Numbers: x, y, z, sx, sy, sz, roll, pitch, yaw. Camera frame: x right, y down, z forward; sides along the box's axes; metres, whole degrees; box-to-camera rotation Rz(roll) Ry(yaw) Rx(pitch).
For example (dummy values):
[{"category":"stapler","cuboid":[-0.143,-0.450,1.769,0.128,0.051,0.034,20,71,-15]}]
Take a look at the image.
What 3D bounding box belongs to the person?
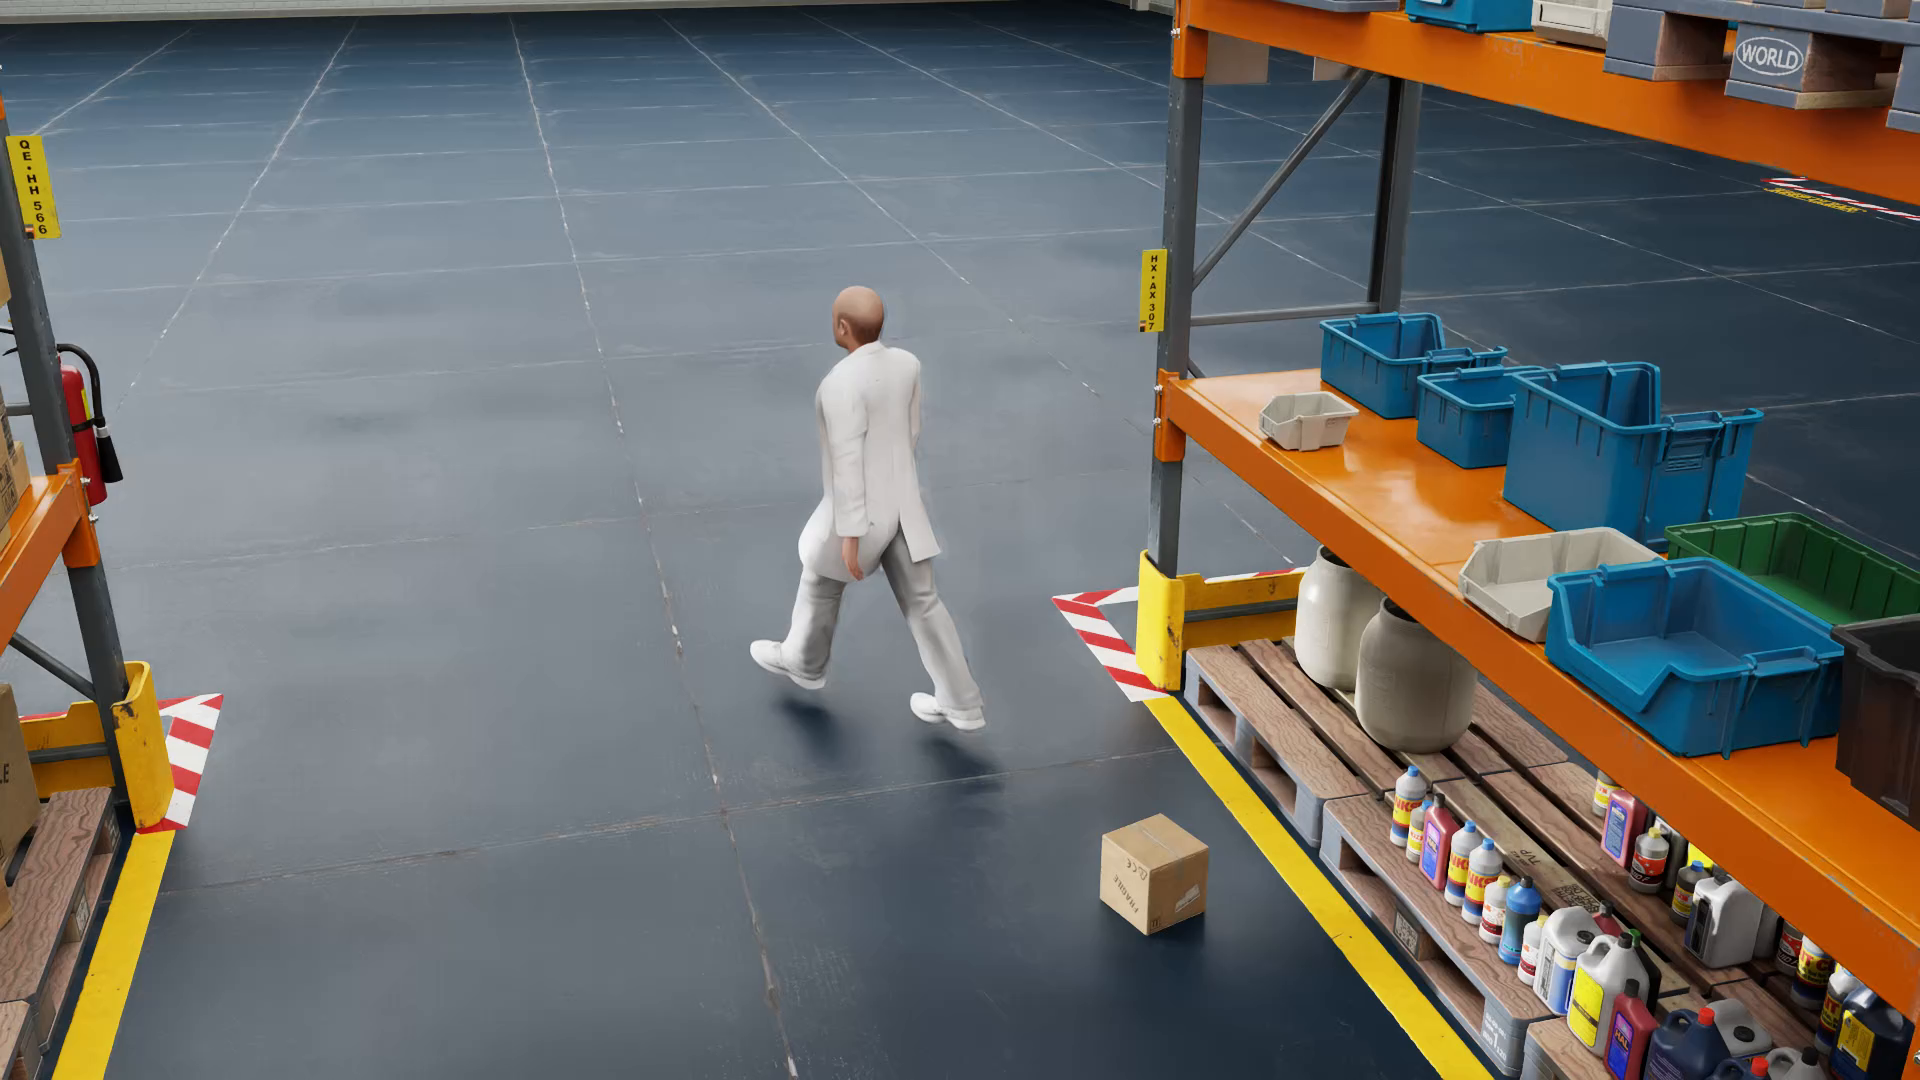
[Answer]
[{"category":"person","cuboid":[-0.361,-0.139,6.454,1.165,1.717,0.591,20,30,39]}]
